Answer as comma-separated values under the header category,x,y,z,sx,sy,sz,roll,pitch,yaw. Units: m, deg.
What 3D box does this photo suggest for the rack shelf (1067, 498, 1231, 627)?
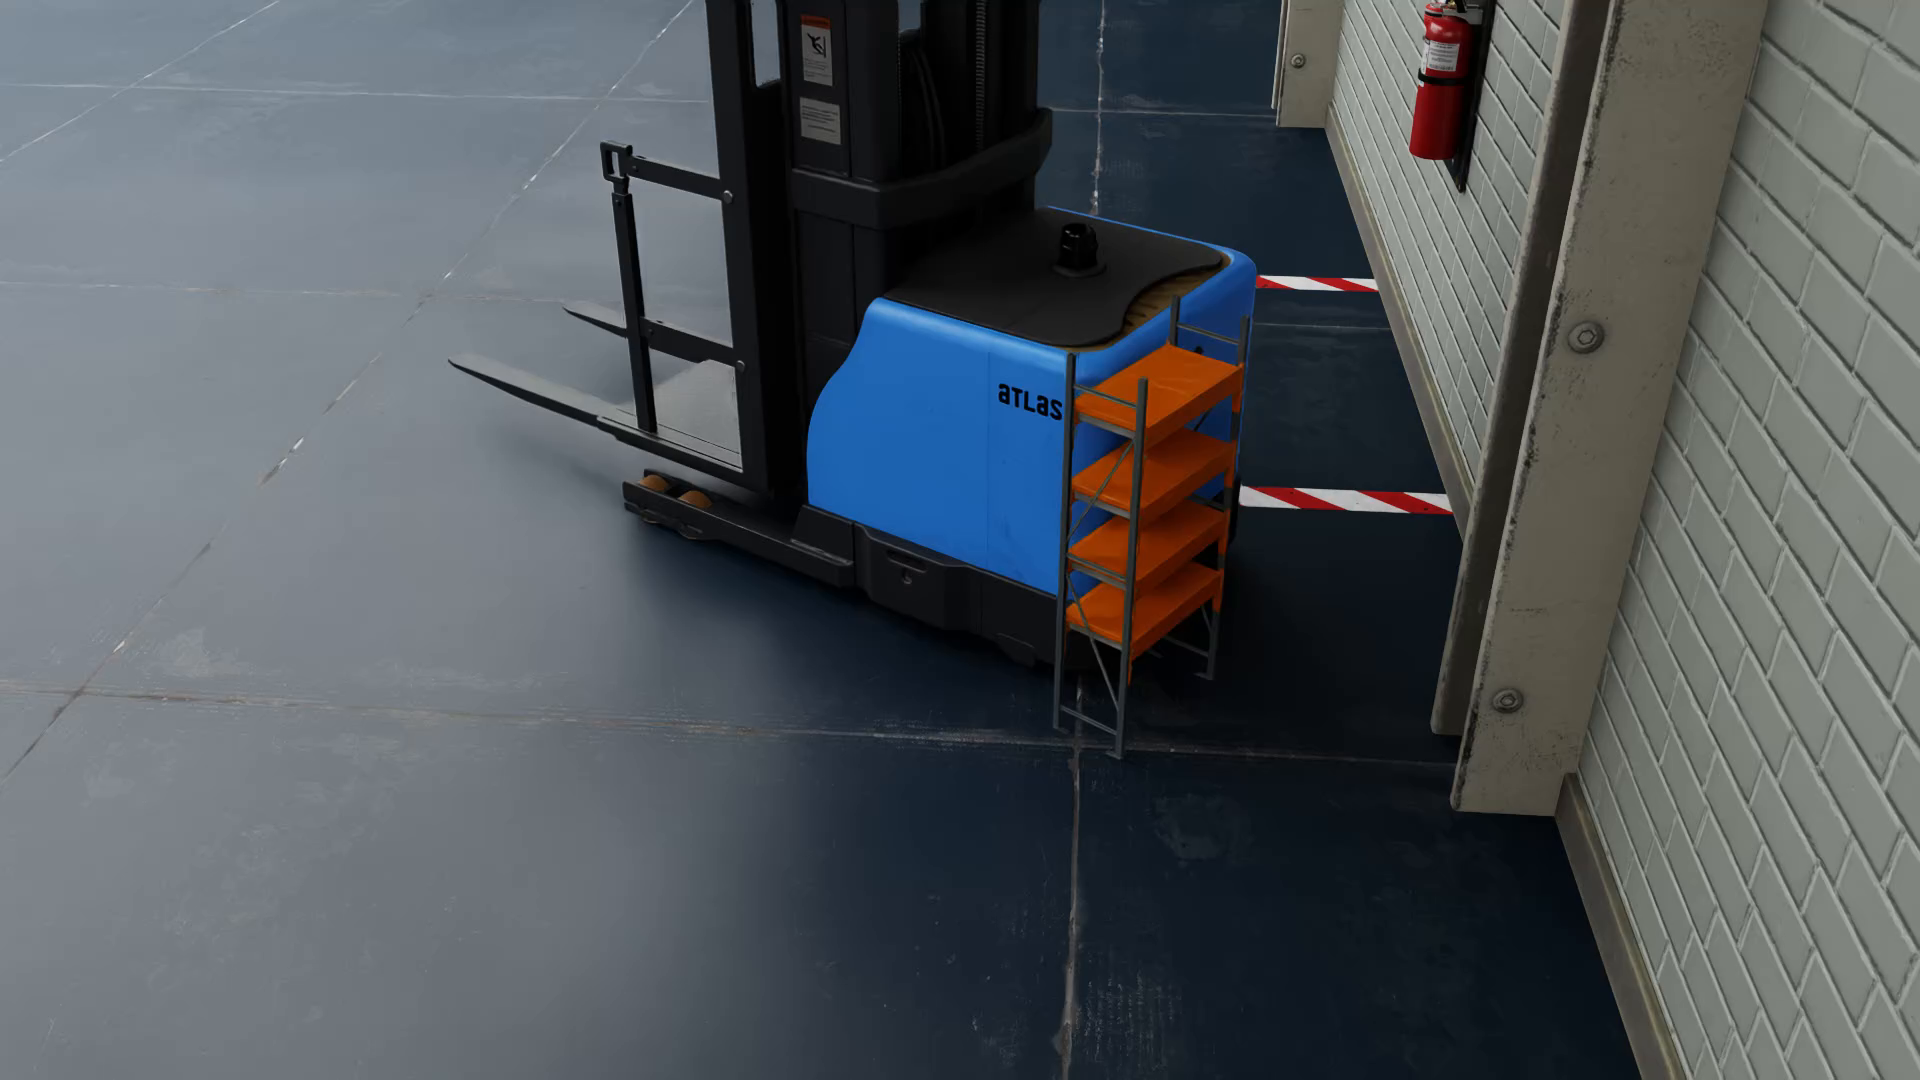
category,x,y,z,sx,sy,sz,roll,pitch,yaw
rack shelf,0.523,0.034,4.680,0.258,0.148,0.480,23,38,33

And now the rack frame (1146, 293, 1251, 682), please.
category,x,y,z,sx,sy,sz,roll,pitch,yaw
rack frame,0.677,-0.123,4.806,0.240,1.200,0.015,23,38,33

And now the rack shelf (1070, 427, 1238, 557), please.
category,x,y,z,sx,sy,sz,roll,pitch,yaw
rack shelf,0.523,-0.157,4.563,0.258,0.148,0.480,23,38,33

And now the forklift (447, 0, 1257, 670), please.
category,x,y,z,sx,sy,sz,roll,pitch,yaw
forklift,-0.566,-1.454,5.316,3.031,2.935,1.130,20,37,29

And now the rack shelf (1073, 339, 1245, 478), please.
category,x,y,z,sx,sy,sz,roll,pitch,yaw
rack shelf,0.523,-0.358,4.439,0.258,0.148,0.480,23,38,33

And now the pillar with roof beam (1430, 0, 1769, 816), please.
category,x,y,z,sx,sy,sz,roll,pitch,yaw
pillar with roof beam,-2.772,-3.372,2.644,9.100,9.000,0.400,2,32,4

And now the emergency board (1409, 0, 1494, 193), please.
category,x,y,z,sx,sy,sz,roll,pitch,yaw
emergency board,1.758,-1.925,6.014,0.194,1.169,0.643,2,32,4

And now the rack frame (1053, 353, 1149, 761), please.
category,x,y,z,sx,sy,sz,roll,pitch,yaw
rack frame,0.369,0.076,4.484,0.240,1.200,0.015,23,38,33

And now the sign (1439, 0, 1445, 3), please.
category,x,y,z,sx,sy,sz,roll,pitch,yaw
sign,1.905,-2.225,6.467,0.001,0.329,0.234,2,32,4

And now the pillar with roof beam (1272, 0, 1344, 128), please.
category,x,y,z,sx,sy,sz,roll,pitch,yaw
pillar with roof beam,-2.284,-6.509,7.735,9.100,9.000,0.400,2,32,4

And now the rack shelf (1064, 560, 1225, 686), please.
category,x,y,z,sx,sy,sz,roll,pitch,yaw
rack shelf,0.523,0.203,4.784,0.258,0.148,0.480,23,38,33

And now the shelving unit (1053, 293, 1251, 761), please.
category,x,y,z,sx,sy,sz,roll,pitch,yaw
shelving unit,0.523,-0.024,4.645,0.258,1.200,0.503,23,38,33
